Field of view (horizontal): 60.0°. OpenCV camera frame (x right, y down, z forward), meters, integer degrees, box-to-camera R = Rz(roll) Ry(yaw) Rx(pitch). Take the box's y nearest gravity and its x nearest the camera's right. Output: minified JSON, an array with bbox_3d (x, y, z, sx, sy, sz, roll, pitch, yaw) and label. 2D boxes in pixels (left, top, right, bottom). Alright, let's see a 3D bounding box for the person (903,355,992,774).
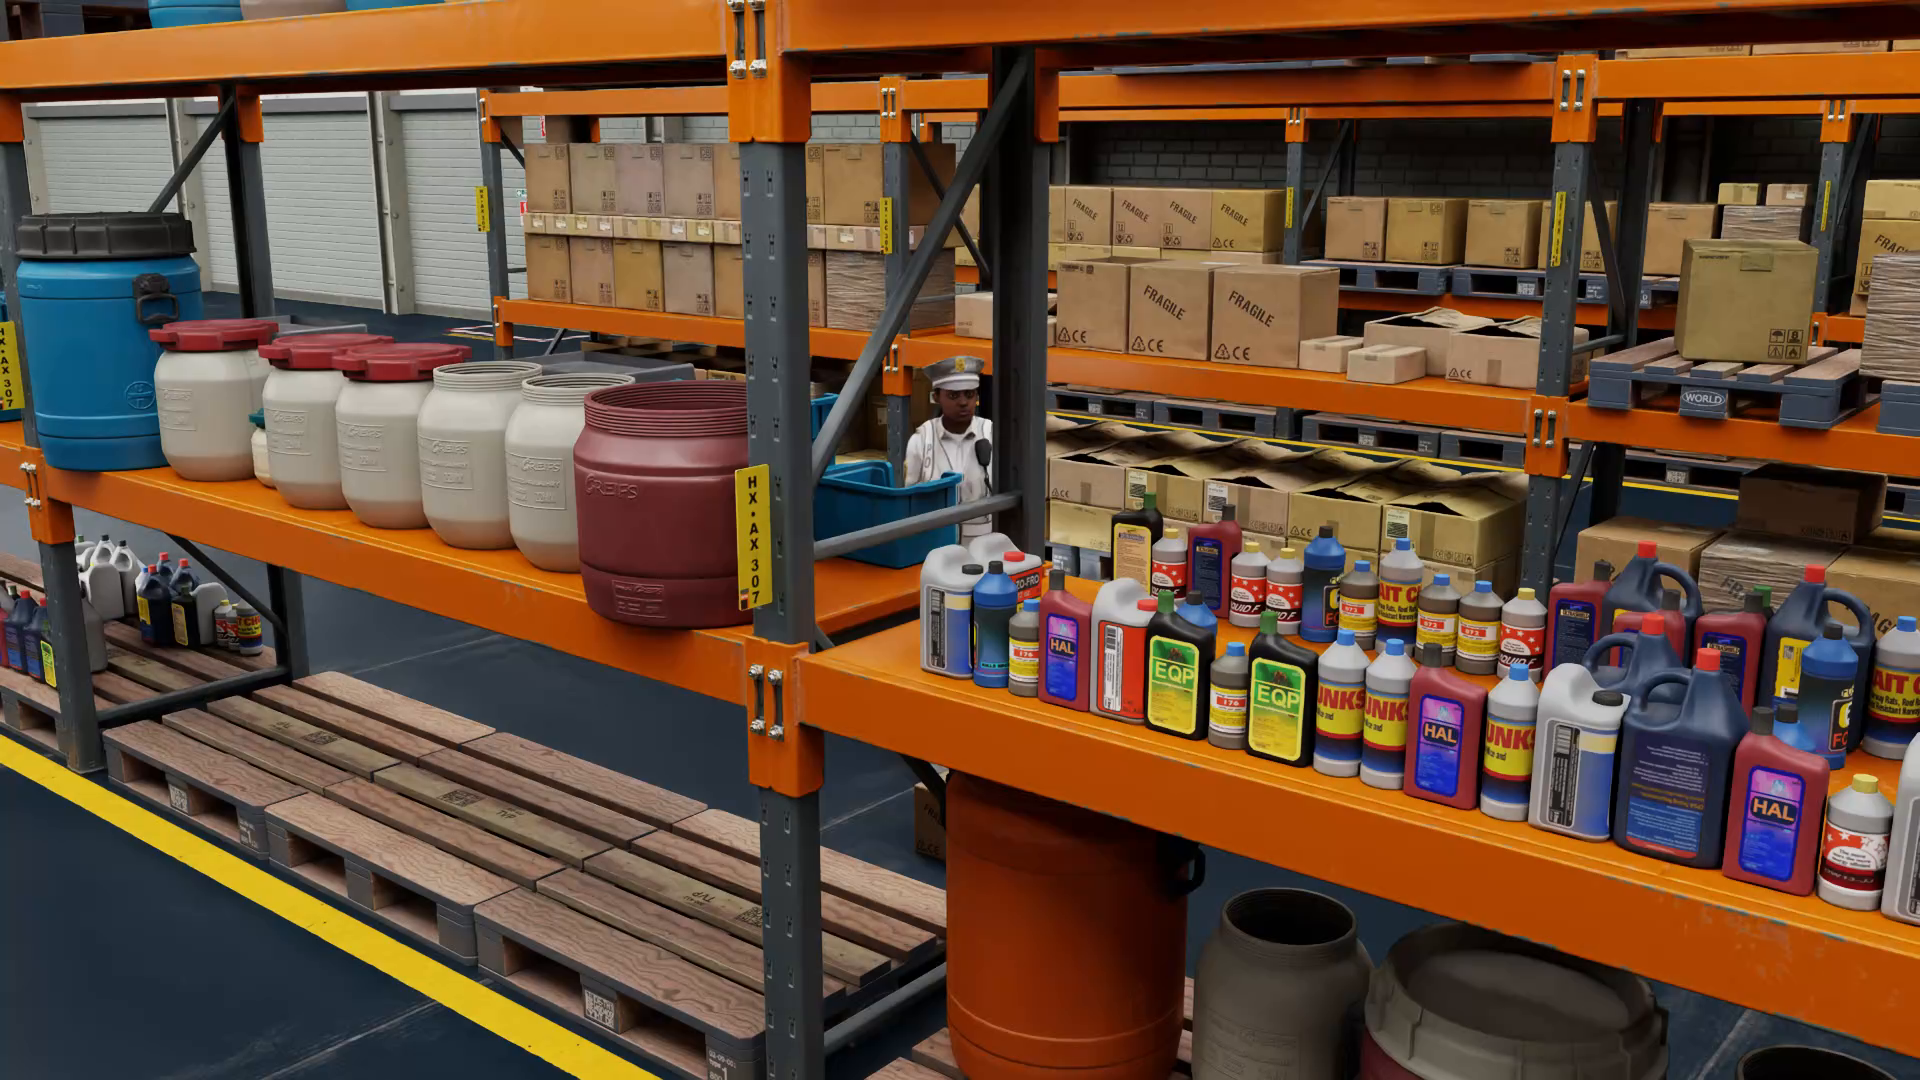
[{"bbox_3d":[-0.018,0.075,6.635,0.513,1.652,0.743,-1,13,-4],"label":"person"}]
